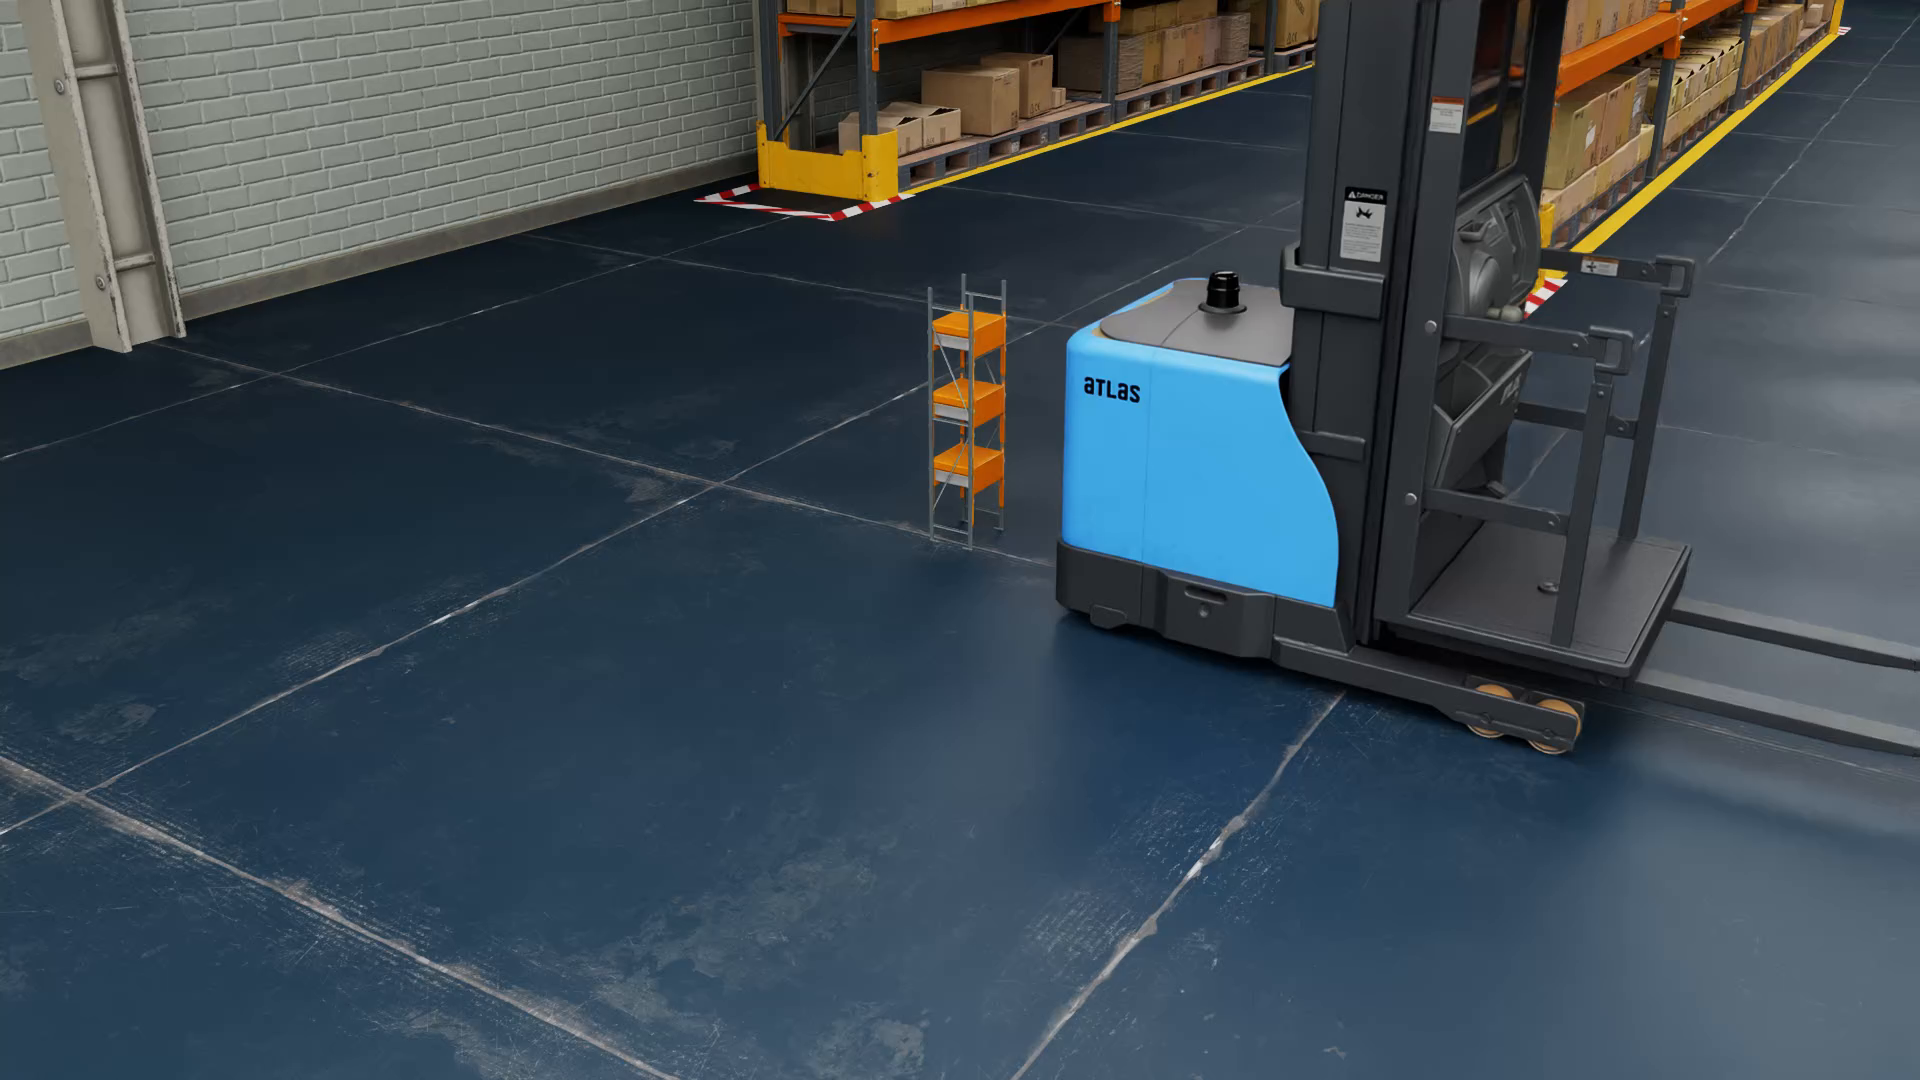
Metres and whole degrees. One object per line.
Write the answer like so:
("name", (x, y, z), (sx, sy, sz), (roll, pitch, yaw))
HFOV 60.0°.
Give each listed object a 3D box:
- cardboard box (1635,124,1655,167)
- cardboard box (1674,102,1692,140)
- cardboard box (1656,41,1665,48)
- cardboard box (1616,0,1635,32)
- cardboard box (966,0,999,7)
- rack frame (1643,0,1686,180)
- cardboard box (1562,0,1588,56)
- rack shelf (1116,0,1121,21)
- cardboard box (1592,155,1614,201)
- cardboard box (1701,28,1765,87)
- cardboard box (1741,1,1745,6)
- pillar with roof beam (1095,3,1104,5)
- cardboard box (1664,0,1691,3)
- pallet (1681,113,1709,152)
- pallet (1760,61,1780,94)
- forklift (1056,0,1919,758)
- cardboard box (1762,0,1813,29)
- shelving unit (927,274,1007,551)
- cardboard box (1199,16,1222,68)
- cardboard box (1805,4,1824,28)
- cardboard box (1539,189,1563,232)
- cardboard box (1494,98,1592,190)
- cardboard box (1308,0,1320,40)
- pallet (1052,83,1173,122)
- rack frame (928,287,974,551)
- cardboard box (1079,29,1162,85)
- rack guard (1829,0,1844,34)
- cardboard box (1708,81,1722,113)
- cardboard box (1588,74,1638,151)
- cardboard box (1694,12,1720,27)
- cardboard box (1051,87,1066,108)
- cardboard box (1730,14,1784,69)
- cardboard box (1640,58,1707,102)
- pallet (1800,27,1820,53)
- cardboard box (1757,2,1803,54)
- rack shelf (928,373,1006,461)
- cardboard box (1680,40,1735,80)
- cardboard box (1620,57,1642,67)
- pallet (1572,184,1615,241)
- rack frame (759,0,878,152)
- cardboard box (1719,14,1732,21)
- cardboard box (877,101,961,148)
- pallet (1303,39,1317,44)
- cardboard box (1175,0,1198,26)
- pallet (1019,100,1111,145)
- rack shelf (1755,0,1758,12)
("cardboard box", (5.178, -3.151, 13.185), (0.500, 0.250, 0.500), (14, 27, 29))
("cardboard box", (5.931, -3.609, 14.244), (0.500, 0.250, 0.500), (15, 27, 30))
("cardboard box", (6.552, -4.666, 15.979), (0.500, 0.311, 0.500), (13, 27, 28))
("cardboard box", (4.468, -3.969, 12.017), (0.700, 0.500, 0.500), (14, 27, 30))
("cardboard box", (-0.020, -4.496, 13.524), (0.500, 0.250, 0.500), (13, 27, 28))
("rack frame", (5.237, -4.422, 13.189), (1.000, 3.000, 0.127), (14, 27, 29))
("cardboard box", (3.658, -3.451, 10.820), (0.700, 0.500, 0.500), (15, 27, 30))
("rack shelf", (2.082, -5.804, 17.286), (1.077, 0.370, 4.000), (14, 27, 29))
("cardboard box", (4.392, -2.643, 12.012), (0.500, 0.250, 0.500), (14, 27, 29))
("cardboard box", (7.830, -4.921, 16.933), (0.500, 0.500, 0.500), (15, 28, 31))
("cardboard box", (8.995, -6.065, 19.576), (0.500, 0.500, 0.500), (13, 26, 27))
("pillar with roof beam", (5.374, -8.402, 14.832), (9.100, 9.000, 0.400), (14, 27, 29))
("cardboard box", (5.878, -4.563, 13.831), (0.380, 0.149, 0.250), (14, 27, 29))
("pallet", (6.236, -3.813, 15.291), (1.003, 0.211, 1.213), (14, 27, 29))
("pallet", (8.418, -5.147, 18.373), (1.003, 0.211, 1.213), (14, 27, 29))
("forklift", (1.875, -0.916, 5.177), (3.031, 2.935, 1.130), (14, 27, 29))
("cardboard box", (10.444, -6.814, 21.302), (0.797, 0.503, 0.637), (14, 27, 29))
("shelving unit", (0.028, -0.500, 6.583), (0.215, 1.050, 0.252), (14, 27, 29))
("cardboard box", (2.431, -5.460, 18.180), (0.700, 0.500, 0.500), (14, 27, 29))
("cardboard box", (10.963, -6.863, 21.734), (0.500, 0.250, 0.500), (14, 27, 29))
("cardboard box", (3.599, -2.137, 10.844), (0.500, 0.250, 0.500), (14, 27, 29))
("cardboard box", (3.861, -2.651, 11.086), (0.500, 0.500, 0.500), (14, 27, 29))
("cardboard box", (4.104, -6.530, 20.236), (0.750, 0.750, 0.750), (14, 27, 29))
("pallet", (1.436, -4.442, 16.746), (1.003, 0.211, 1.213), (14, 27, 29))
("rack frame", (-0.036, -0.459, 6.488), (0.200, 1.050, 0.008), (14, 27, 29))
("cardboard box", (1.631, -4.950, 17.002), (0.700, 0.500, 0.500), (13, 27, 28))
("rack guard", (11.527, -7.299, 22.982), (1.175, 0.500, 0.348), (14, 27, 29))
("cardboard box", (6.740, -4.130, 15.448), (0.500, 0.250, 0.500), (15, 27, 30))
("cardboard box", (4.644, -3.159, 12.260), (0.500, 0.500, 0.500), (14, 27, 29))
("cardboard box", (7.667, -5.556, 17.457), (0.500, 0.250, 0.500), (15, 28, 31))
("cardboard box", (0.770, -4.174, 15.628), (0.380, 0.166, 0.250), (10, 25, 22))
("cardboard box", (8.641, -5.444, 18.142), (0.500, 0.500, 0.500), (13, 27, 27))
("cardboard box", (6.208, -4.040, 14.534), (0.500, 0.311, 0.500), (13, 27, 27))
("pallet", (10.463, -6.487, 21.470), (1.003, 0.211, 1.213), (14, 27, 29))
("cardboard box", (9.441, -5.950, 19.312), (0.500, 0.500, 0.500), (14, 27, 29))
("rack shelf", (0.028, -0.490, 6.587), (0.215, 0.259, 0.240), (14, 27, 29))
("cardboard box", (7.012, -4.555, 15.723), (0.500, 0.311, 0.500), (13, 27, 28))
("cardboard box", (5.742, -4.152, 14.792), (0.500, 0.311, 0.500), (14, 27, 29))
("pallet", (4.140, -2.469, 12.188), (1.003, 0.211, 1.213), (14, 27, 29))
("rack frame", (-1.083, -4.109, 12.466), (1.000, 3.000, 0.127), (14, 27, 29))
("cardboard box", (8.186, -5.545, 18.375), (0.500, 0.500, 0.500), (13, 26, 27))
("cardboard box", (-0.341, -3.484, 13.853), (0.500, 0.311, 0.500), (16, 28, 33))
("pallet", (4.261, -6.190, 20.782), (1.003, 0.211, 1.213), (14, 27, 29))
("cardboard box", (2.180, -5.600, 17.559), (0.500, 0.250, 0.500), (14, 27, 29))
("pallet", (0.703, -3.945, 15.597), (1.003, 0.211, 1.213), (14, 27, 29))
("rack shelf", (8.402, -6.117, 18.010), (1.077, 0.370, 4.000), (14, 27, 29))
